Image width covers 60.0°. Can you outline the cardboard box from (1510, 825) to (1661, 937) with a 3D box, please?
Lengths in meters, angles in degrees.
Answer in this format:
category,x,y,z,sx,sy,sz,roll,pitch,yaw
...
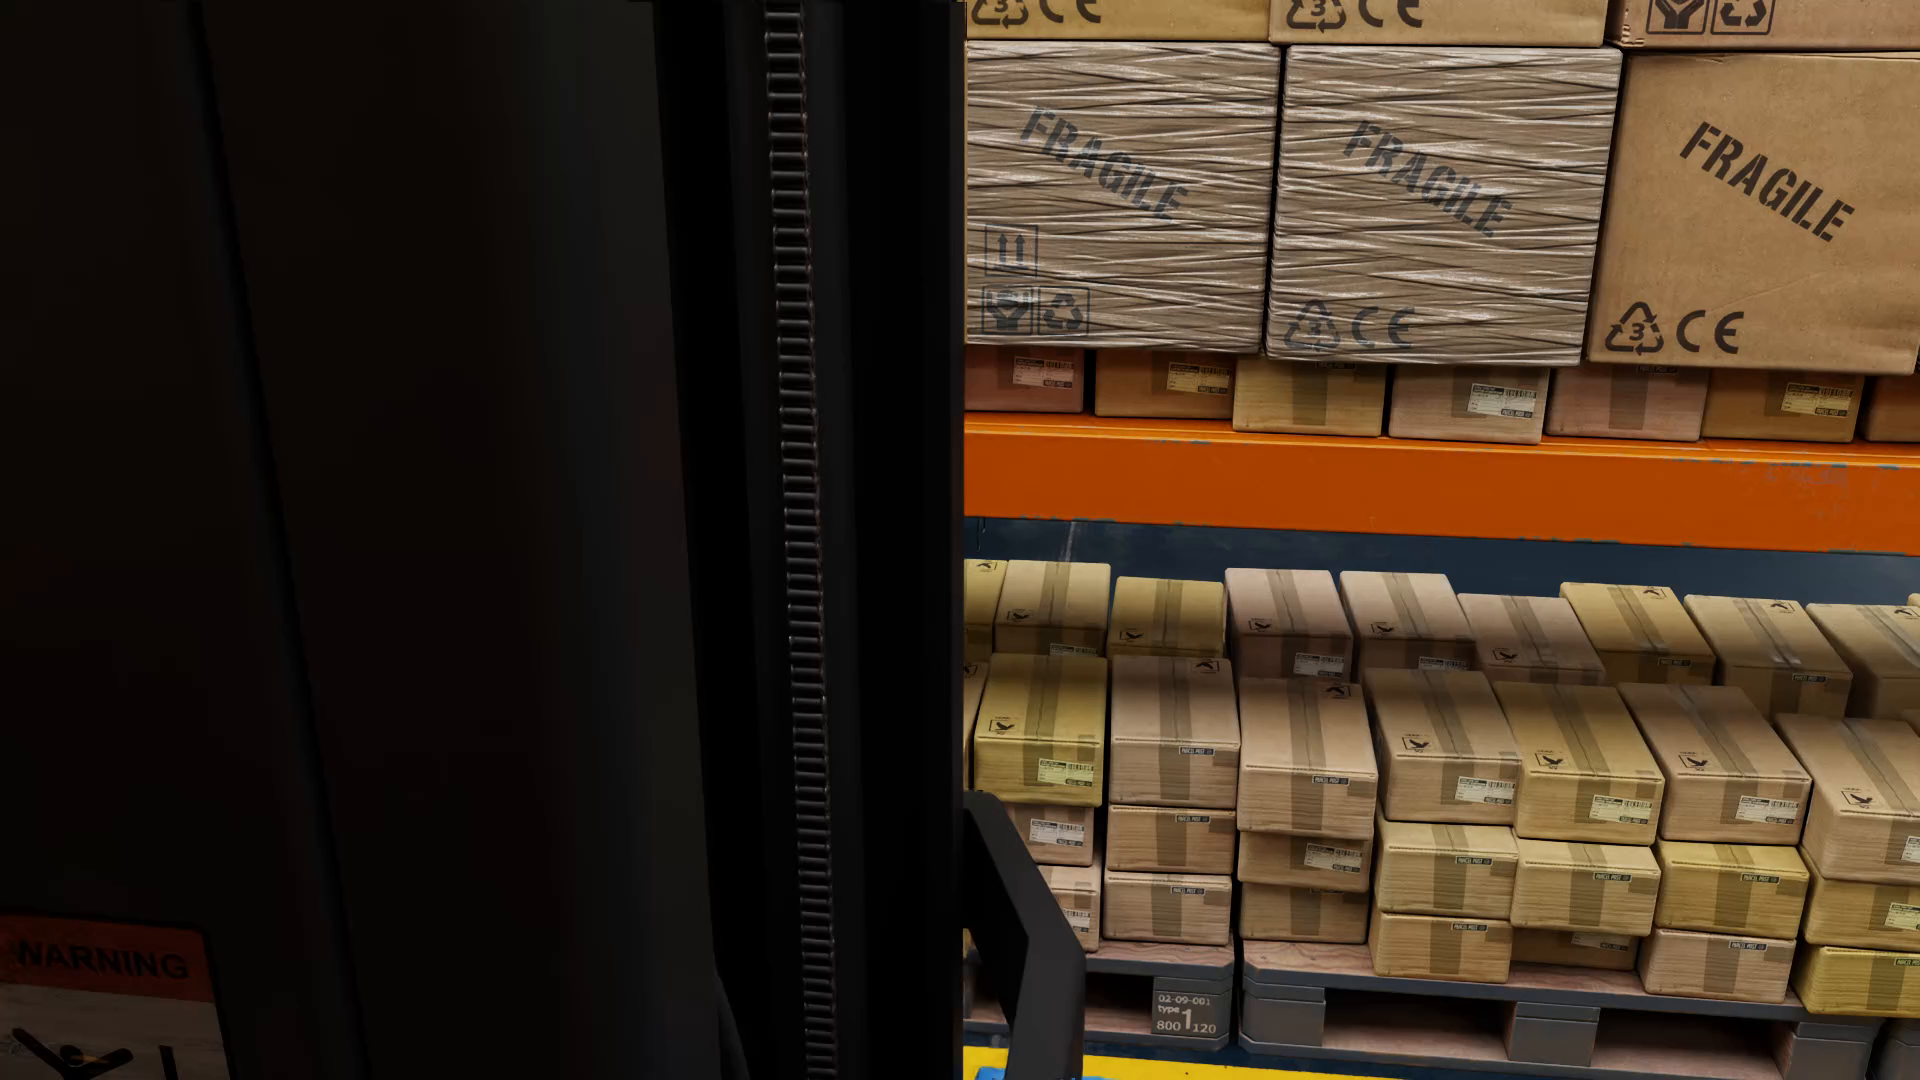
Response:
category,x,y,z,sx,sy,sz,roll,pitch,yaw
cardboard box,1.183,0.597,3.251,0.250,0.149,0.380,3,22,7

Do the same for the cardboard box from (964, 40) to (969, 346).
category,x,y,z,sx,sy,sz,roll,pitch,yaw
cardboard box,-0.209,-0.661,2.992,0.500,0.500,0.500,2,22,5

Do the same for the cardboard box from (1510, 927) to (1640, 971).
category,x,y,z,sx,sy,sz,roll,pitch,yaw
cardboard box,1.216,0.698,3.400,0.250,0.149,0.380,3,22,8

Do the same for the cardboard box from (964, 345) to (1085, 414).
category,x,y,z,sx,sy,sz,roll,pitch,yaw
cardboard box,0.108,-0.365,3.125,0.250,0.149,0.380,2,22,4

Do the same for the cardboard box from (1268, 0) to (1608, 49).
category,x,y,z,sx,sy,sz,roll,pitch,yaw
cardboard box,0.762,-1.081,2.695,0.500,0.500,0.500,3,22,7

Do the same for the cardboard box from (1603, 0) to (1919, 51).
category,x,y,z,sx,sy,sz,roll,pitch,yaw
cardboard box,1.271,-1.059,2.637,0.500,0.500,0.500,2,22,4

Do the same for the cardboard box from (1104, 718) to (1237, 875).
category,x,y,z,sx,sy,sz,roll,pitch,yaw
cardboard box,0.427,0.523,3.439,0.250,0.149,0.380,1,22,4

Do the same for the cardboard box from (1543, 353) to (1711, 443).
category,x,y,z,sx,sy,sz,roll,pitch,yaw
cardboard box,1.157,-0.308,2.980,0.250,0.149,0.380,3,22,8

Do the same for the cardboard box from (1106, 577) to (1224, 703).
category,x,y,z,sx,sy,sz,roll,pitch,yaw
cardboard box,0.468,0.229,3.779,0.250,0.149,0.380,3,22,8

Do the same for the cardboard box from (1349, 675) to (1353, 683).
category,x,y,z,sx,sy,sz,roll,pitch,yaw
cardboard box,0.974,0.381,3.797,0.250,0.149,0.380,1,22,4

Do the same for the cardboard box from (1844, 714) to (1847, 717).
category,x,y,z,sx,sy,sz,roll,pitch,yaw
cardboard box,2.051,0.397,3.757,0.250,0.149,0.380,3,22,8

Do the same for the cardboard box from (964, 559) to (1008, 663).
category,x,y,z,sx,sy,sz,roll,pitch,yaw
cardboard box,-0.028,0.181,3.900,0.250,0.149,0.380,3,22,7

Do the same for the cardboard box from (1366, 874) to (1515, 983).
category,x,y,z,sx,sy,sz,roll,pitch,yaw
cardboard box,0.946,0.715,3.358,0.250,0.149,0.380,2,22,5

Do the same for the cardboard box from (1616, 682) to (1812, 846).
category,x,y,z,sx,sy,sz,roll,pitch,yaw
cardboard box,1.459,0.432,3.264,0.250,0.149,0.380,2,22,4

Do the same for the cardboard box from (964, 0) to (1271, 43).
category,x,y,z,sx,sy,sz,roll,pitch,yaw
cardboard box,0.265,-1.115,2.778,0.500,0.500,0.500,2,22,5

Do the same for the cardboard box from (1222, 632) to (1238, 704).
category,x,y,z,sx,sy,sz,roll,pitch,yaw
cardboard box,0.711,0.363,3.845,0.250,0.149,0.380,3,22,8

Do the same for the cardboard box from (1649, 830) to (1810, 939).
category,x,y,z,sx,sy,sz,roll,pitch,yaw
cardboard box,1.459,0.599,3.246,0.250,0.149,0.380,4,22,9

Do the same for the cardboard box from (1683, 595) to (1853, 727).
category,x,y,z,sx,sy,sz,roll,pitch,yaw
cardboard box,1.768,0.268,3.678,0.250,0.149,0.380,3,22,8

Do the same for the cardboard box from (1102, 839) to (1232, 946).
category,x,y,z,sx,sy,sz,roll,pitch,yaw
cardboard box,0.428,0.670,3.473,0.250,0.149,0.380,2,22,5

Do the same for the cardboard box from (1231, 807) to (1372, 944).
category,x,y,z,sx,sy,sz,roll,pitch,yaw
cardboard box,0.699,0.668,3.476,0.250,0.149,0.380,2,22,4

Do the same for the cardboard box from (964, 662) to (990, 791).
category,x,y,z,sx,sy,sz,roll,pitch,yaw
cardboard box,-0.087,0.388,3.376,0.250,0.149,0.380,4,22,9

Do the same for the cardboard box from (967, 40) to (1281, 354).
category,x,y,z,sx,sy,sz,roll,pitch,yaw
cardboard box,0.284,-0.643,2.945,0.500,0.500,0.500,2,22,6

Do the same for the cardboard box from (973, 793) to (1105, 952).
category,x,y,z,sx,sy,sz,roll,pitch,yaw
cardboard box,0.170,0.677,3.454,0.250,0.149,0.380,2,22,6

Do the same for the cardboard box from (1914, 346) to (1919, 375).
category,x,y,z,sx,sy,sz,roll,pitch,yaw
cardboard box,1.809,-0.570,2.761,0.500,0.500,0.500,3,22,6

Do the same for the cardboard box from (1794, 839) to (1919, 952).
category,x,y,z,sx,sy,sz,roll,pitch,yaw
cardboard box,1.712,0.617,3.201,0.250,0.149,0.380,3,22,7

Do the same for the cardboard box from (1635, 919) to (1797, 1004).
category,x,y,z,sx,sy,sz,roll,pitch,yaw
cardboard box,1.458,0.737,3.303,0.250,0.149,0.380,3,22,7

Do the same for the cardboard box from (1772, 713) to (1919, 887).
category,x,y,z,sx,sy,sz,roll,pitch,yaw
cardboard box,1.708,0.484,3.133,0.250,0.149,0.380,3,22,8

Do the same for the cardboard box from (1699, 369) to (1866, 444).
category,x,y,z,sx,sy,sz,roll,pitch,yaw
cardboard box,1.410,-0.304,2.972,0.250,0.149,0.380,3,22,7

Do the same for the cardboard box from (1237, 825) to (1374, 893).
category,x,y,z,sx,sy,sz,roll,pitch,yaw
cardboard box,0.698,0.543,3.387,0.250,0.149,0.380,4,22,9

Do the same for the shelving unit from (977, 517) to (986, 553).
category,x,y,z,sx,sy,sz,roll,pitch,yaw
shelving unit,-0.014,-0.559,5.721,0.189,1.200,0.258,2,22,6

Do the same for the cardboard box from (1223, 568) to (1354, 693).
category,x,y,z,sx,sy,sz,roll,pitch,yaw
cardboard box,0.748,0.207,3.835,0.250,0.149,0.380,1,22,4

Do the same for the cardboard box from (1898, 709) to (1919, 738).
category,x,y,z,sx,sy,sz,roll,pitch,yaw
cardboard box,1.981,0.475,3.155,0.250,0.149,0.380,2,22,4

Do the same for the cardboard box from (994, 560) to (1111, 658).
category,x,y,z,sx,sy,sz,roll,pitch,yaw
cardboard box,0.220,0.189,3.879,0.250,0.149,0.380,2,22,6

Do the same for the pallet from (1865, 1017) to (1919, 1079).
category,x,y,z,sx,sy,sz,roll,pitch,yaw
pallet,2.423,0.828,3.557,1.213,0.211,1.003,2,22,6

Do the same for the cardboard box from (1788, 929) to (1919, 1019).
category,x,y,z,sx,sy,sz,roll,pitch,yaw
cardboard box,1.727,0.756,3.255,0.250,0.149,0.380,2,22,4

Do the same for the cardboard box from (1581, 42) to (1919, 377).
category,x,y,z,sx,sy,sz,roll,pitch,yaw
cardboard box,1.315,-0.595,2.825,0.500,0.500,0.500,4,22,9

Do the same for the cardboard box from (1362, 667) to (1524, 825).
category,x,y,z,sx,sy,sz,roll,pitch,yaw
cardboard box,0.956,0.406,3.330,0.250,0.149,0.380,2,22,4

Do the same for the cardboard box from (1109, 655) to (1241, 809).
category,x,y,z,sx,sy,sz,roll,pitch,yaw
cardboard box,0.432,0.384,3.386,0.250,0.149,0.380,2,22,5

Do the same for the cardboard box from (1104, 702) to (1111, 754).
category,x,y,z,sx,sy,sz,roll,pitch,yaw
cardboard box,0.455,0.359,3.855,0.250,0.149,0.380,3,22,7

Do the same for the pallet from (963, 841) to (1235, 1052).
category,x,y,z,sx,sy,sz,roll,pitch,yaw
pallet,0.000,0.723,3.824,1.213,0.211,1.003,2,22,6

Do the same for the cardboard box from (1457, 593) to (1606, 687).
category,x,y,z,sx,sy,sz,roll,pitch,yaw
cardboard box,1.251,0.264,3.688,0.250,0.149,0.380,3,22,6

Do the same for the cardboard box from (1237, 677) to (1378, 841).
category,x,y,z,sx,sy,sz,roll,pitch,yaw
cardboard box,0.675,0.425,3.283,0.250,0.149,0.380,3,22,7

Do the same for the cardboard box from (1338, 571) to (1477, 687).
category,x,y,z,sx,sy,sz,roll,pitch,yaw
cardboard box,1.017,0.214,3.817,0.250,0.149,0.380,2,22,4

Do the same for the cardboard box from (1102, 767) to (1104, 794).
category,x,y,z,sx,sy,sz,roll,pitch,yaw
cardboard box,0.277,0.463,3.996,0.250,0.149,0.380,2,22,5

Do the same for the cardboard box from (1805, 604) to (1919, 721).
category,x,y,z,sx,sy,sz,roll,pitch,yaw
cardboard box,2.042,0.284,3.639,0.250,0.149,0.380,1,22,4

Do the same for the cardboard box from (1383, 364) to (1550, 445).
category,x,y,z,sx,sy,sz,roll,pitch,yaw
cardboard box,0.885,-0.302,2.966,0.250,0.149,0.380,3,22,9

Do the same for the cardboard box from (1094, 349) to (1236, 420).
category,x,y,z,sx,sy,sz,roll,pitch,yaw
cardboard box,0.377,-0.351,3.090,0.250,0.149,0.380,2,22,4

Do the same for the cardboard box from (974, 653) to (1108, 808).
category,x,y,z,sx,sy,sz,roll,pitch,yaw
cardboard box,0.170,0.381,3.394,0.250,0.149,0.380,2,22,6

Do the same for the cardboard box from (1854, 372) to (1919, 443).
category,x,y,z,sx,sy,sz,roll,pitch,yaw
cardboard box,1.676,-0.299,2.958,0.250,0.149,0.380,2,22,4

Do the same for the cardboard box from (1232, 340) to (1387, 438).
category,x,y,z,sx,sy,sz,roll,pitch,yaw
cardboard box,0.620,-0.316,3.002,0.250,0.149,0.380,3,22,7

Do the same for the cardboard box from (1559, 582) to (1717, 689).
category,x,y,z,sx,sy,sz,roll,pitch,yaw
cardboard box,1.512,0.240,3.749,0.250,0.149,0.380,3,22,7

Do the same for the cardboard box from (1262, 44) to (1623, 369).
category,x,y,z,sx,sy,sz,roll,pitch,yaw
cardboard box,0.780,-0.608,2.857,0.500,0.500,0.500,2,22,5

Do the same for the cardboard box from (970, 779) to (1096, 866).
category,x,y,z,sx,sy,sz,roll,pitch,yaw
cardboard box,0.160,0.510,3.471,0.250,0.149,0.380,2,22,6

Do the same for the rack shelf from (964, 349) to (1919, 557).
category,x,y,z,sx,sy,sz,roll,pitch,yaw
rack shelf,1.315,-0.169,3.266,4.000,0.370,1.077,2,22,6

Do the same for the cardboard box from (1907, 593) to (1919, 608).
category,x,y,z,sx,sy,sz,roll,pitch,yaw
cardboard box,2.298,0.264,3.688,0.250,0.149,0.380,2,22,6

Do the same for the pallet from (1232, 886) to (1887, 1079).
category,x,y,z,sx,sy,sz,roll,pitch,yaw
pallet,1.215,0.775,3.693,1.213,0.211,1.003,2,22,6

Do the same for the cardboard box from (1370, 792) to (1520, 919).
category,x,y,z,sx,sy,sz,roll,pitch,yaw
cardboard box,0.941,0.577,3.301,0.250,0.149,0.380,2,22,6

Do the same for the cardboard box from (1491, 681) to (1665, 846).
category,x,y,z,sx,sy,sz,roll,pitch,yaw
cardboard box,1.196,0.431,3.266,0.250,0.149,0.380,3,22,7

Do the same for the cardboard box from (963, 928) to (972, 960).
category,x,y,z,sx,sy,sz,roll,pitch,yaw
cardboard box,-0.083,0.685,3.434,0.250,0.149,0.380,3,22,8

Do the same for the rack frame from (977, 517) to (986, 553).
category,x,y,z,sx,sy,sz,roll,pitch,yaw
rack frame,0.076,-0.555,5.711,0.006,1.200,0.240,2,22,6
